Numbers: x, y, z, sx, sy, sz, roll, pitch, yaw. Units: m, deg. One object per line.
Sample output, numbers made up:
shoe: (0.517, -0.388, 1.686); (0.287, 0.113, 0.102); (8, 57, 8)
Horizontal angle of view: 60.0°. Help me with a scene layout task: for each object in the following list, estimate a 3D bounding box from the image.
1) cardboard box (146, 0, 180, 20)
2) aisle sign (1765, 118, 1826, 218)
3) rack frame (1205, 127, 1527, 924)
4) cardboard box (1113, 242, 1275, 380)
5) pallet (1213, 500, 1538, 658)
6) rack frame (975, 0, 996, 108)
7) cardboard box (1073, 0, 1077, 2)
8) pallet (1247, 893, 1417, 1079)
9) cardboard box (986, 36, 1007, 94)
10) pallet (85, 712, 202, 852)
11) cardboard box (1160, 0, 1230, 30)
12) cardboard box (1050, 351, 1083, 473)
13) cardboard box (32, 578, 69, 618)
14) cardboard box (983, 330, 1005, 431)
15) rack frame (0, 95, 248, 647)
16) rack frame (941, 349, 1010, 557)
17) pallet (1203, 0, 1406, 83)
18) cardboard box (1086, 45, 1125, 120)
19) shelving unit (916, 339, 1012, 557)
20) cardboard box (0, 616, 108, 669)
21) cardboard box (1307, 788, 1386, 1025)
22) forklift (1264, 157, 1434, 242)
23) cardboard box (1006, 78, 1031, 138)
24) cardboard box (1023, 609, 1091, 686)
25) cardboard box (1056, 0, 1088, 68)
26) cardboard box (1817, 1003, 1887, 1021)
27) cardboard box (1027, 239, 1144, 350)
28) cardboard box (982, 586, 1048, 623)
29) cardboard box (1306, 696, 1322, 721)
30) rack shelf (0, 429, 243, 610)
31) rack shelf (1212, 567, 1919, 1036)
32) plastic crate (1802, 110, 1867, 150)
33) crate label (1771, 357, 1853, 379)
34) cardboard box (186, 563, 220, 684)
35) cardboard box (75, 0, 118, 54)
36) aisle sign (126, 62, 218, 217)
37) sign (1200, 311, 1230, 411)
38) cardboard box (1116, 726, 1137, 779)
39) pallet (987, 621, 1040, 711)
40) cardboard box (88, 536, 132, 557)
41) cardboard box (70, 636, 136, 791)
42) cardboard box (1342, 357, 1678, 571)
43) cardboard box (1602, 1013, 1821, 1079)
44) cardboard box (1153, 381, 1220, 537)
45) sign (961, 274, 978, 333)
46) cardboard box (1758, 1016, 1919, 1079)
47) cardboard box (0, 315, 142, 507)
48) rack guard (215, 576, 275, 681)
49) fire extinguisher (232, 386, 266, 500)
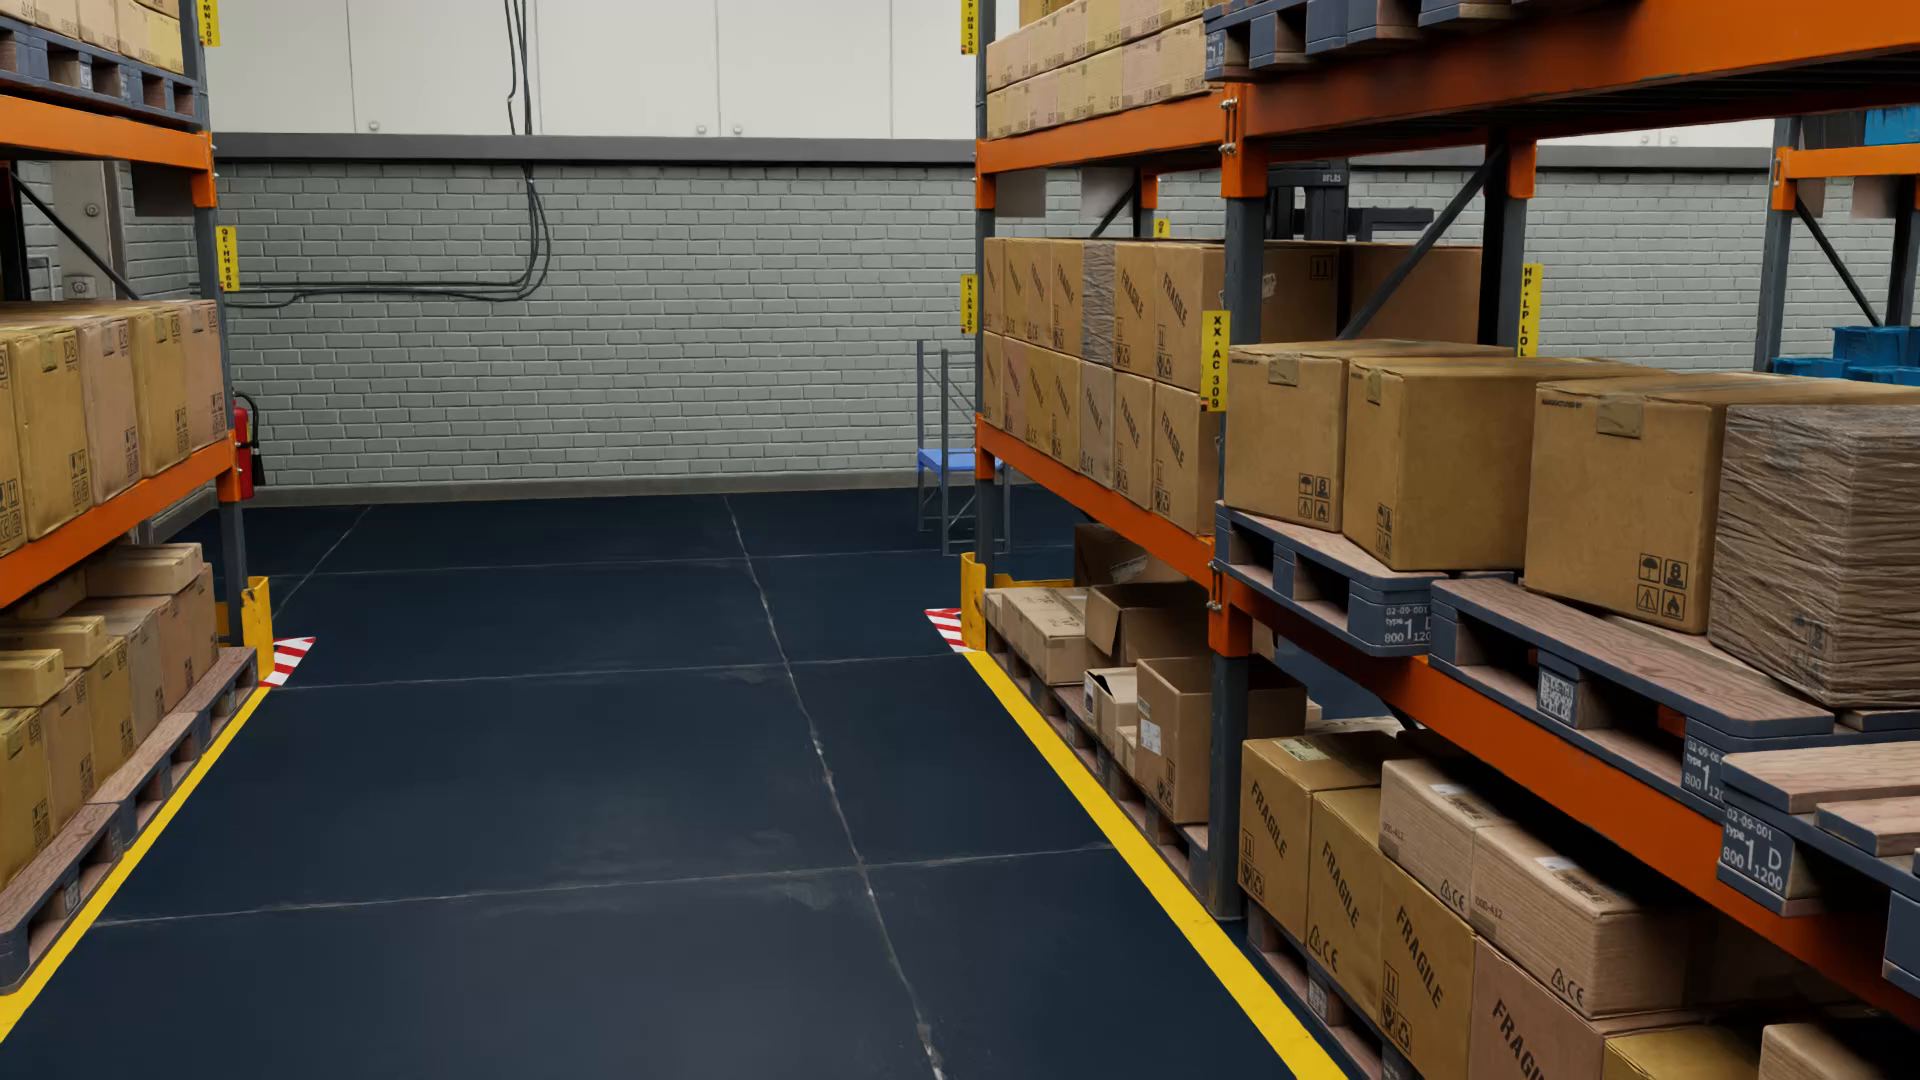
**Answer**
cardboard box: (-3.861, -2.631, 7.477); (0.500, 0.500, 0.500); (-2, 11, -11)
aisle sign: (5.142, -2.371, 10.178); (0.394, 0.787, 0.004); (-2, 11, -11)
rack frame: (1.366, -0.178, 5.611); (1.000, 3.000, 0.127); (-2, 11, -11)
cardboard box: (0.911, -0.896, 6.439); (0.500, 0.500, 0.500); (-2, 11, -12)
pallet: (1.414, 0.066, 4.838); (1.003, 0.211, 1.213); (-2, 11, -11)
rack frame: (0.588, -3.859, 8.905); (1.000, 3.000, 0.127); (-2, 11, -11)
cardboard box: (0.920, -2.650, 7.631); (0.700, 0.500, 0.500); (-2, 11, -11)
pallet: (1.561, 1.339, 5.095); (1.003, 0.211, 1.213); (-2, 11, -11)
cardboard box: (0.432, -2.454, 8.608); (0.500, 0.250, 0.500); (-2, 11, -11)
pallet: (-3.804, 1.006, 6.848); (1.003, 0.211, 1.213); (-2, 11, -11)
cardboard box: (1.005, -1.903, 5.715); (0.500, 0.250, 0.500); (-2, 11, -11)
cardboard box: (0.711, -0.592, 7.516); (0.500, 0.500, 0.500); (-2, 11, -10)
cardboard box: (-4.059, 0.266, 7.102); (0.380, 0.149, 0.250); (-2, 11, -10)
cardboard box: (0.415, -0.870, 8.978); (0.500, 0.500, 0.500); (-2, 11, -10)
rack frame: (-4.271, -0.731, 8.516); (1.000, 3.000, 0.127); (-2, 11, -11)
rack frame: (0.115, -0.628, 11.984); (0.500, 1.500, 0.032); (-2, 11, -11)
pallet: (1.424, -1.437, 4.706); (1.213, 0.211, 1.003); (-2, 11, -11)
cardboard box: (0.818, -1.841, 6.726); (0.500, 0.250, 0.500); (-2, 11, -11)
shelving unit: (0.017, -0.721, 12.474); (0.538, 1.500, 1.048); (-2, 11, -11)
cardboard box: (-3.527, 0.399, 6.403); (0.380, 0.149, 0.250); (-2, 11, -13)
cardboard box: (1.336, 1.028, 4.779); (0.500, 0.500, 0.500); (-2, 11, -10)
forklift: (3.237, -1.747, 14.038); (3.031, 2.935, 1.130); (-5, 12, -26)
cardboard box: (0.523, -2.116, 8.171); (0.500, 0.250, 0.500); (-2, 11, -11)
cardboard box: (0.610, 0.516, 8.140); (0.500, 0.250, 0.500); (-2, 11, -11)
cardboard box: (0.720, -2.178, 7.161); (0.500, 0.250, 0.500); (-2, 11, -11)
cardboard box: (2.136, 1.285, 3.430); (0.500, 0.500, 0.500); (-2, 11, -12)
cardboard box: (0.617, -1.174, 7.899); (0.500, 0.500, 0.500); (-2, 11, -10)
cardboard box: (0.332, 0.362, 9.222); (0.380, 0.149, 0.250); (-2, 11, -11)
cardboard box: (1.318, 0.754, 7.112); (0.380, 0.166, 0.250); (-2, 11, -11)
rack shelf: (-3.882, -0.011, 6.656); (1.077, 0.370, 4.000); (-2, 11, -11)
rack shelf: (1.755, 0.542, 3.751); (1.077, 0.370, 4.000); (-2, 11, -11)
plastic crate: (5.249, -2.420, 9.716); (0.497, 0.269, 0.590); (-2, 11, -11)
crate label: (5.172, -0.981, 10.118); (0.416, 0.233, 0.303); (-2, 11, -11)
cardboard box: (-4.036, 0.415, 8.055); (0.700, 0.500, 0.500); (-2, 11, -11)
cardboard box: (-3.659, -2.071, 6.544); (0.500, 0.250, 0.500); (-2, 11, -13)
aisle sign: (-3.990, -2.032, 8.399); (0.394, 0.787, 0.004); (-2, 11, -11)
sign: (0.835, -0.582, 5.419); (0.100, 0.325, 0.005); (-2, 11, -11)
cardboard box: (0.845, 0.845, 6.681); (0.380, 0.149, 0.250); (-2, 11, -11)
pallet: (0.759, 0.618, 8.885); (1.003, 0.211, 1.213); (-2, 11, -11)
cardboard box: (-4.257, 0.081, 8.076); (0.380, 0.149, 0.250); (-2, 11, -11)
cardboard box: (-3.730, 0.697, 6.576); (0.700, 0.500, 0.500); (-2, 11, -10)
cardboard box: (1.434, -0.215, 4.413); (0.700, 0.500, 0.500); (0, 11, -2)
cardboard box: (1.631, 1.309, 3.304); (0.500, 0.500, 0.500); (-3, 11, -13)
cardboard box: (1.017, -0.310, 6.035); (0.500, 0.500, 0.500); (-2, 11, -10)
sign: (0.056, -1.317, 9.281); (0.100, 0.325, 0.005); (-2, 11, -11)
cardboard box: (1.717, 1.026, 2.789); (0.500, 0.250, 0.500); (-2, 11, -9)
cardboard box: (-3.870, -0.512, 6.563); (0.980, 0.700, 0.700); (-3, 11, -14)
rack guard: (-4.275, 0.492, 8.772); (1.175, 0.500, 0.348); (-2, 11, -11)
fire extinguisher: (-3.847, -0.554, 8.791); (0.296, 0.674, 0.183); (-2, 11, -11)
